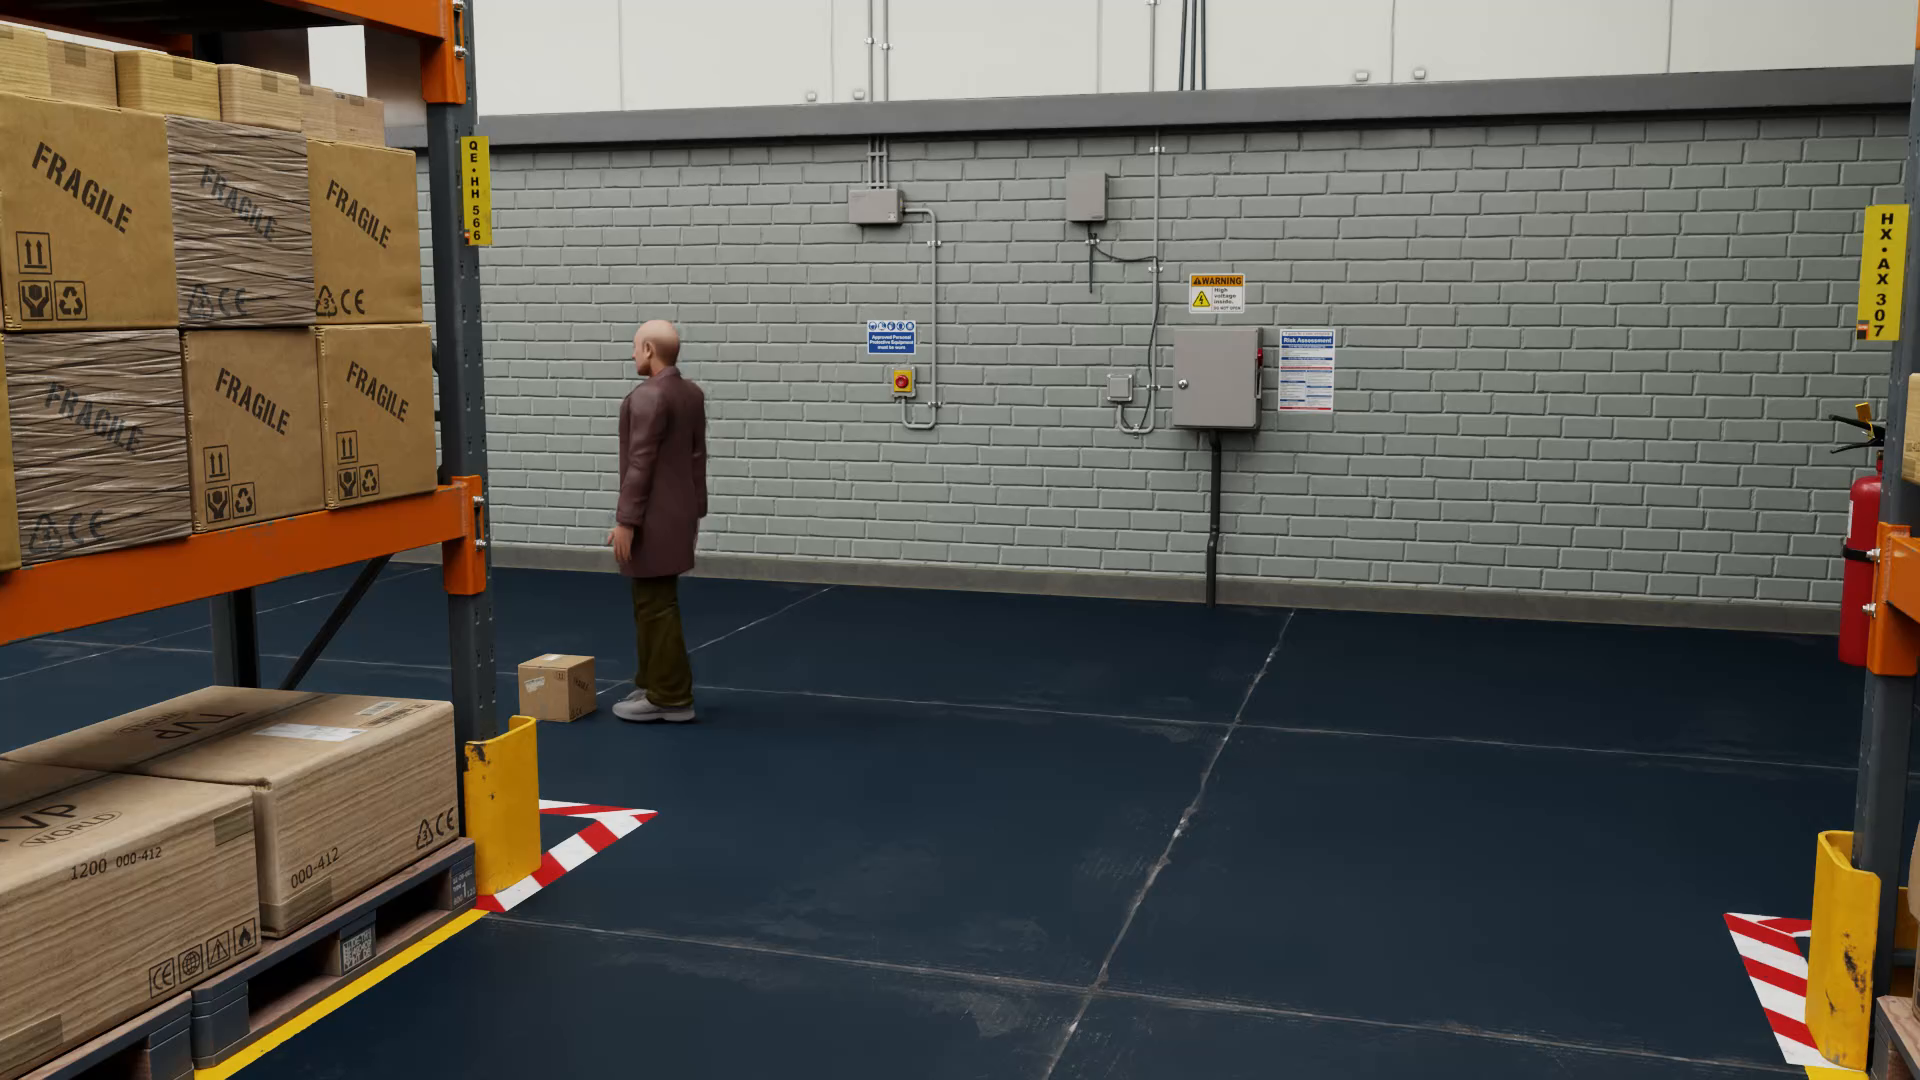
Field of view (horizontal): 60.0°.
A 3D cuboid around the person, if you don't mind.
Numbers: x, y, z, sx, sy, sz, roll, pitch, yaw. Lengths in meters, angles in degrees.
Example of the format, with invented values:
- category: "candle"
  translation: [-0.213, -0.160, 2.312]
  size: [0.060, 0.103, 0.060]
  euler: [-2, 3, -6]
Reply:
- category: "person"
  translation: [-1.424, -0.054, 7.375]
  size: [0.495, 1.833, 0.625]
  euler: [1, 8, 10]
